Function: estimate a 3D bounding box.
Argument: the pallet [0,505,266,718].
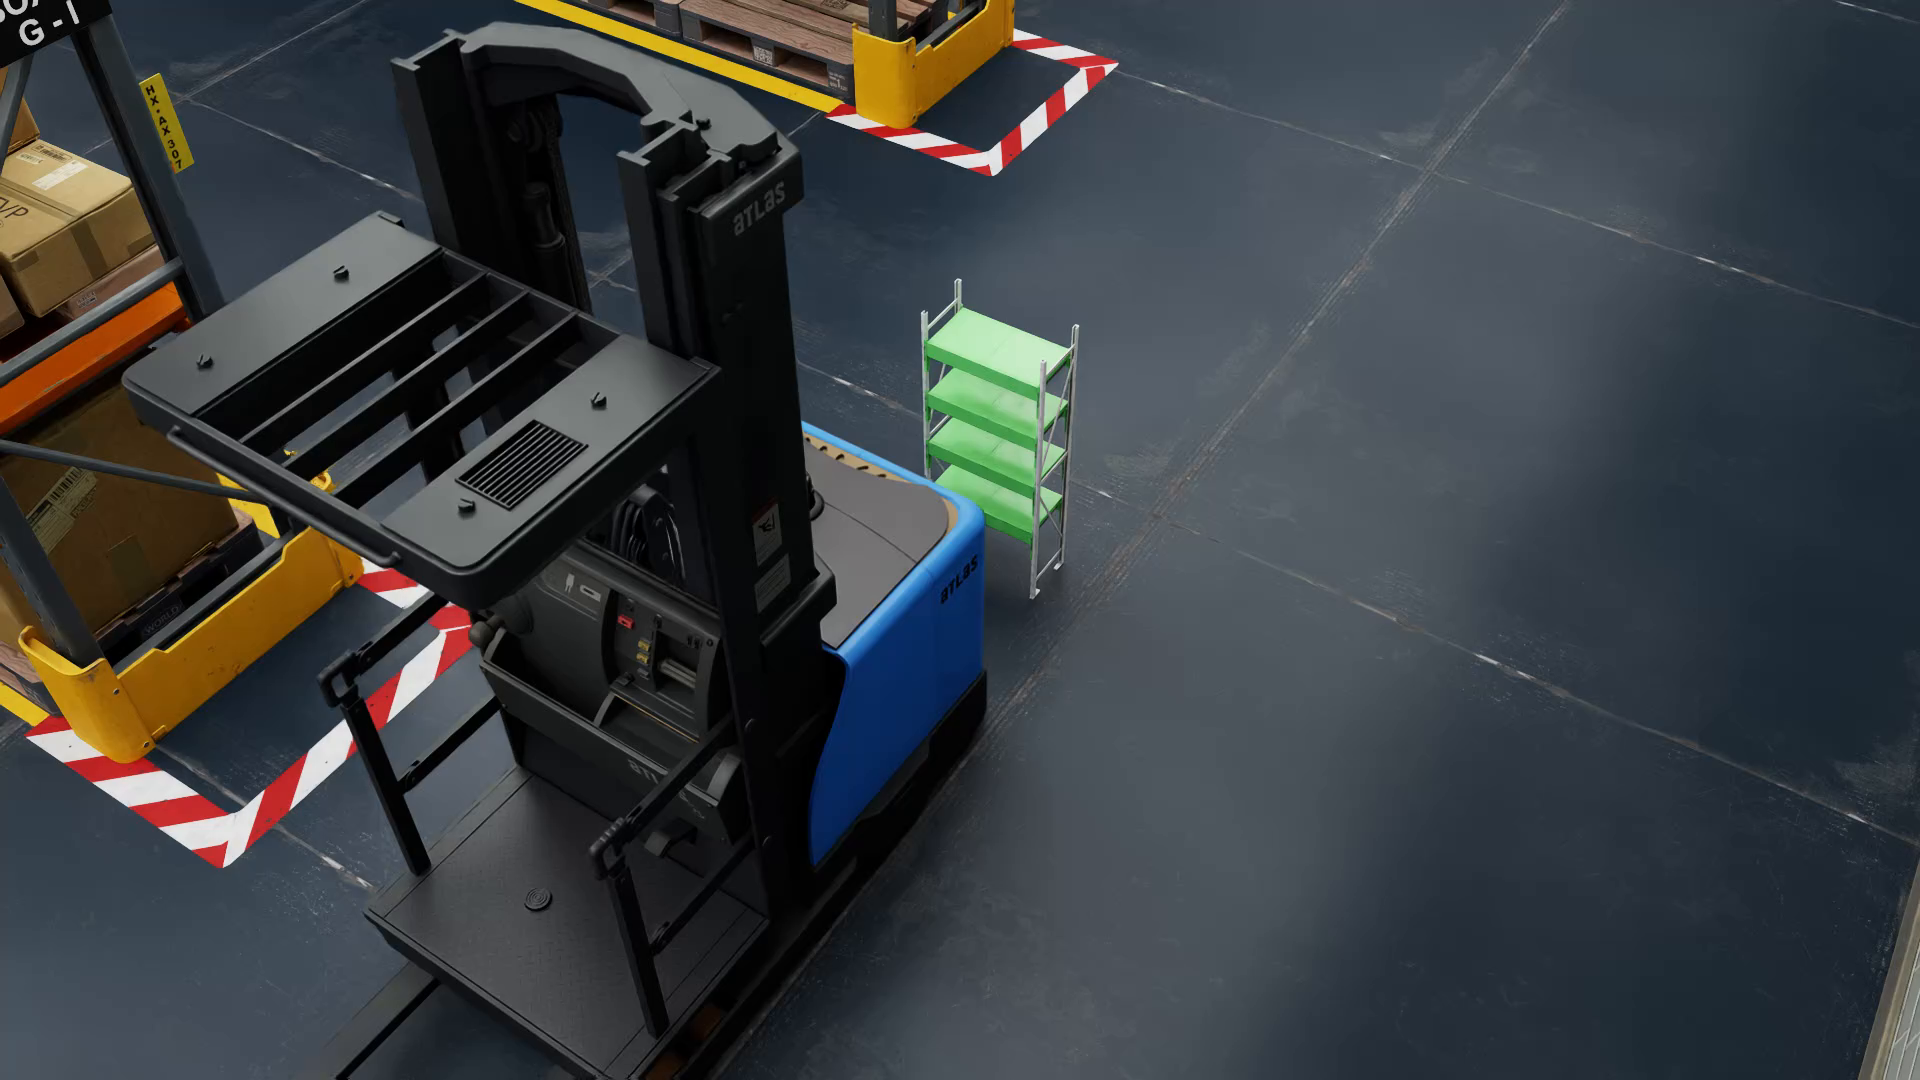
[{"bbox_3d":[-3.544,0.057,6.547,1.213,0.211,1.003,25,51,22],"label":"pallet"}]

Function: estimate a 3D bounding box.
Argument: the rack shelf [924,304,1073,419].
[{"bbox_3d":[0.139,-0.644,5.959,0.480,0.148,0.258,25,51,22],"label":"rack shelf"}]

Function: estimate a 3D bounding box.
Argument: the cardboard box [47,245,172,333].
[{"bbox_3d":[-2.950,-0.901,5.709,0.250,0.149,0.380,25,51,23],"label":"cardboard box"}]

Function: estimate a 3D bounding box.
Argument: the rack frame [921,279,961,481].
[{"bbox_3d":[-0.066,-0.449,6.349,0.015,1.200,0.240,25,51,22],"label":"rack frame"}]

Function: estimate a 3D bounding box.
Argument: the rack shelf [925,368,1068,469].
[{"bbox_3d":[0.139,-0.477,6.131,0.480,0.148,0.258,25,51,22],"label":"rack shelf"}]

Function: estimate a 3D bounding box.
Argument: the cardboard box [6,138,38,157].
[{"bbox_3d":[-3.528,-1.250,5.770,0.500,0.250,0.500,24,51,22],"label":"cardboard box"}]

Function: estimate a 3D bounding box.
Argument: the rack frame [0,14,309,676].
[{"bbox_3d":[-2.829,-0.652,5.292,0.127,3.000,1.000,25,51,22],"label":"rack frame"}]

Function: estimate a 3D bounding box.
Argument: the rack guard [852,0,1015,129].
[{"bbox_3d":[-0.128,-2.770,9.093,0.348,0.500,1.175,25,51,22],"label":"rack guard"}]

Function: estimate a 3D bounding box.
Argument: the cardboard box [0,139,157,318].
[{"bbox_3d":[-3.087,-1.052,5.578,0.500,0.250,0.500,23,50,21],"label":"cardboard box"}]

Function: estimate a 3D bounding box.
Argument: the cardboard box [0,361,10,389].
[{"bbox_3d":[-3.307,-0.504,5.323,0.250,0.149,0.380,26,51,23],"label":"cardboard box"}]

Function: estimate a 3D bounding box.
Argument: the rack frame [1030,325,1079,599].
[{"bbox_3d":[0.345,-0.260,6.166,0.015,1.200,0.240,25,51,22],"label":"rack frame"}]

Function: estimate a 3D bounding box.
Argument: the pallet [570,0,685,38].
[{"bbox_3d":[-1.851,-3.486,9.990,1.213,0.211,1.003,25,51,22],"label":"pallet"}]

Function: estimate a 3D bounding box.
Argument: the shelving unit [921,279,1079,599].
[{"bbox_3d":[0.139,-0.354,6.257,0.503,1.200,0.258,25,51,22],"label":"shelving unit"}]

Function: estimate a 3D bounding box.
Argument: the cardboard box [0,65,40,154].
[{"bbox_3d":[-3.508,-1.507,5.497,0.500,0.500,0.500,24,50,21],"label":"cardboard box"}]

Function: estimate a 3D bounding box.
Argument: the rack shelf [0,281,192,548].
[{"bbox_3d":[-4.512,-1.176,6.303,4.000,0.370,1.077,25,51,22],"label":"rack shelf"}]

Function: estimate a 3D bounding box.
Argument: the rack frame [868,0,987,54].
[{"bbox_3d":[-0.155,-3.642,8.198,0.127,3.000,1.000,25,51,22],"label":"rack frame"}]

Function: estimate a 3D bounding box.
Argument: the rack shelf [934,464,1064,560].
[{"bbox_3d":[0.139,-0.142,6.475,0.480,0.148,0.258,25,51,22],"label":"rack shelf"}]

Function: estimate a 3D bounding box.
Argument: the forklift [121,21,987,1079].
[{"bbox_3d":[-1.142,0.304,4.411,1.130,2.935,3.031,26,51,23],"label":"forklift"}]

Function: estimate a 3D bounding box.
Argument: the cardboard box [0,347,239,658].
[{"bbox_3d":[-3.411,-0.258,6.097,0.875,0.875,0.875,25,51,22],"label":"cardboard box"}]

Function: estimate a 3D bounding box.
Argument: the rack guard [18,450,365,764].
[{"bbox_3d":[-2.809,0.228,6.180,0.348,0.500,1.175,25,51,22],"label":"rack guard"}]

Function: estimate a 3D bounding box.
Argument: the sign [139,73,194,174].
[{"bbox_3d":[-2.524,-1.314,5.277,0.005,0.325,0.100,25,51,22],"label":"sign"}]

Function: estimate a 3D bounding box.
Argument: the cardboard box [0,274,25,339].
[{"bbox_3d":[-3.380,-0.731,5.266,0.500,0.250,0.500,24,50,22],"label":"cardboard box"}]

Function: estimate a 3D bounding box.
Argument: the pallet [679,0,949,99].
[{"bbox_3d":[-0.828,-3.013,9.531,1.213,0.211,1.003,25,51,22],"label":"pallet"}]

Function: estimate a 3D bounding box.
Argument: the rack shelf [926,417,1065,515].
[{"bbox_3d":[0.139,-0.310,6.303,0.480,0.148,0.258,25,51,22],"label":"rack shelf"}]

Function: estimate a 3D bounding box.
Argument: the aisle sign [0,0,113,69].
[{"bbox_3d":[-2.606,-1.711,4.509,0.004,0.787,0.394,25,51,22],"label":"aisle sign"}]
